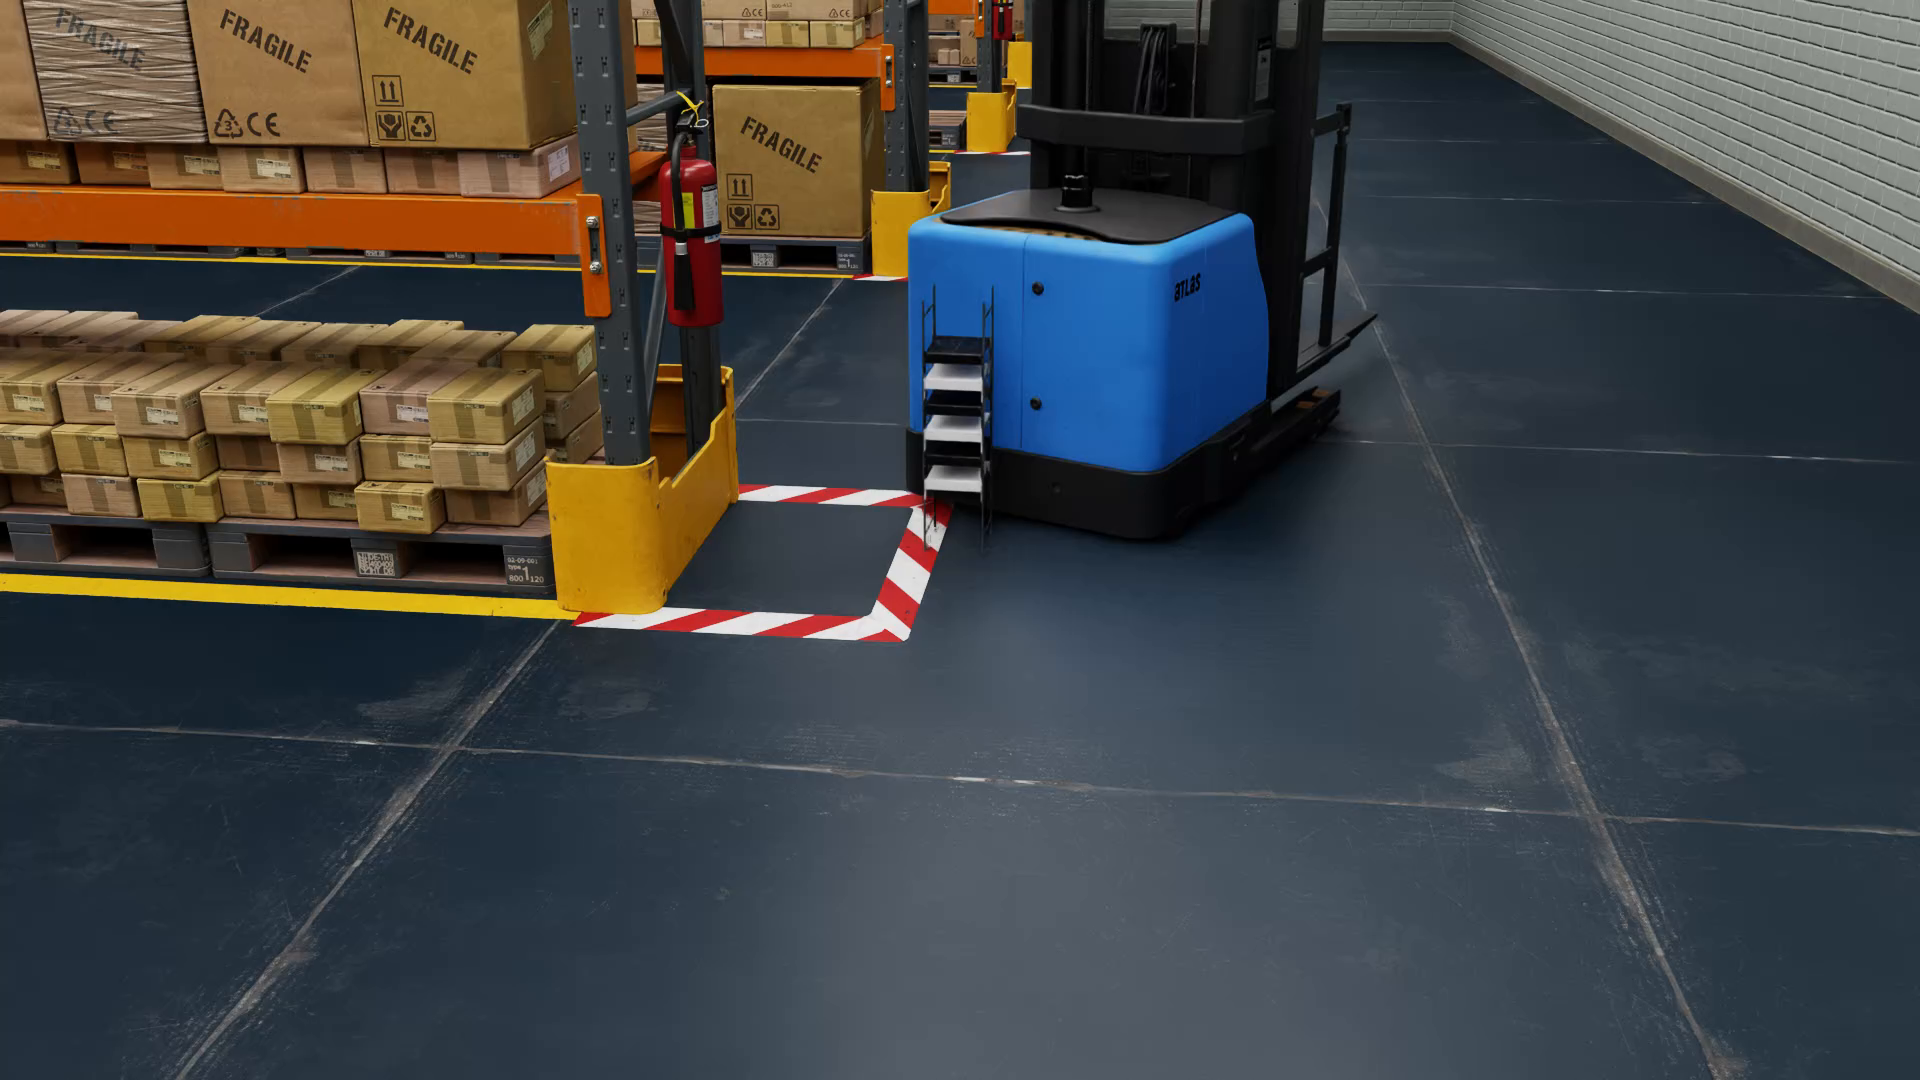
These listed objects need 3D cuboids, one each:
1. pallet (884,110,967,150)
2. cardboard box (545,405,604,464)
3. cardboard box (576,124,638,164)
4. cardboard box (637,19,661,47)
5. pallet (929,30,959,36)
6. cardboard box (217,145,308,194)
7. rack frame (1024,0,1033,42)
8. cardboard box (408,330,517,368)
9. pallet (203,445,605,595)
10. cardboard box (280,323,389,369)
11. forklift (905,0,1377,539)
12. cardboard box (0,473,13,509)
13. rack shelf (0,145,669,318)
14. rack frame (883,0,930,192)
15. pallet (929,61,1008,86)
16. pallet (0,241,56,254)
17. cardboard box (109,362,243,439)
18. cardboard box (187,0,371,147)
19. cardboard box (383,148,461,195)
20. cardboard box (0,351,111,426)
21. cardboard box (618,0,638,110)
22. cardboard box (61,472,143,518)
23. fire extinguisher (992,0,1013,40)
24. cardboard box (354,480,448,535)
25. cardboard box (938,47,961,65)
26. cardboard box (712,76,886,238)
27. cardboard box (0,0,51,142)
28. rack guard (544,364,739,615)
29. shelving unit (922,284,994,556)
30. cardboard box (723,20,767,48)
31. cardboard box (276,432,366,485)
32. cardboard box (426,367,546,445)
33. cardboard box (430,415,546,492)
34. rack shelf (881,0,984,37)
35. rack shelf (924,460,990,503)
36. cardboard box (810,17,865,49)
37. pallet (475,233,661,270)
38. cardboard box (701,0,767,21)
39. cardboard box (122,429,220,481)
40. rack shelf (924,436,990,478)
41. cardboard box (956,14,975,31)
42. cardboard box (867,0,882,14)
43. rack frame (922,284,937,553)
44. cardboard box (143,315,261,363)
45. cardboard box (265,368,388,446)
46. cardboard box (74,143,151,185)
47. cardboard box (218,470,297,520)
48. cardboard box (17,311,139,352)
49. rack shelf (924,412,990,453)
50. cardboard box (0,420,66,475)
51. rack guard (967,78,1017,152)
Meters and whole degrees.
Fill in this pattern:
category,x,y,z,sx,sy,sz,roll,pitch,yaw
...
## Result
category,x,y,z,sx,sy,sz,roll,pitch,yaw
pallet,-0.548,-3.737,15.106,1.213,0.211,1.003,2,22,6
cardboard box,-1.483,-0.379,6.124,0.250,0.149,0.380,3,22,7
cardboard box,-1.284,-1.386,5.708,0.250,0.149,0.380,2,22,6
cardboard box,-1.723,-2.998,9.785,0.250,0.149,0.380,2,22,5
pallet,-0.579,-7.364,24.280,1.213,0.211,1.003,2,22,6
cardboard box,-2.107,-1.196,5.227,0.250,0.149,0.380,3,22,8
rack frame,0.853,-6.793,19.042,0.127,3.000,1.000,2,22,6
cardboard box,-1.769,-0.630,5.952,0.250,0.149,0.380,3,22,7
pallet,-1.879,-0.124,5.967,1.213,0.211,1.003,2,22,6
cardboard box,-2.260,-0.669,6.048,0.250,0.149,0.380,1,22,4
forklift,0.985,-1.861,6.661,1.130,2.935,3.031,12,25,28
cardboard box,-3.356,-0.238,5.768,0.250,0.149,0.380,2,22,5
rack shelf,-2.987,-1.121,5.675,4.000,0.370,1.077,2,22,6
rack frame,-0.317,-3.176,9.893,0.127,3.000,1.000,2,22,6
pallet,-0.014,-5.533,19.649,1.213,0.211,1.003,2,22,6
pallet,-6.279,-2.110,10.990,1.213,0.211,1.003,2,22,6
cardboard box,-2.594,-0.468,5.542,0.250,0.149,0.380,3,22,8
cardboard box,-1.988,-1.504,5.124,0.500,0.500,0.500,2,22,5
cardboard box,-1.600,-1.188,5.207,0.250,0.149,0.380,2,22,6
cardboard box,-3.106,-0.521,5.676,0.250,0.149,0.380,3,22,7
cardboard box,-1.414,-1.675,5.555,0.500,0.500,0.500,4,22,9
cardboard box,-2.844,-0.216,5.712,0.250,0.149,0.380,3,22,7
fire extinguisher,0.362,-4.603,14.114,0.183,0.674,0.296,2,22,6
cardboard box,-1.815,-0.160,5.571,0.250,0.149,0.380,3,22,8
cardboard box,-0.108,-5.664,19.441,0.250,0.166,0.380,2,22,6
cardboard box,-0.962,-2.382,10.203,0.875,0.875,0.875,2,22,6
cardboard box,-2.987,-1.548,5.234,0.500,0.500,0.500,4,22,9
rack guard,-1.076,-0.210,5.792,0.348,0.500,1.175,2,22,6
shelving unit,-0.005,-0.412,5.757,0.210,0.900,0.258,3,22,8
cardboard box,-1.218,-2.976,9.730,0.250,0.149,0.380,3,22,6
cardboard box,-2.075,-0.318,5.566,0.250,0.149,0.380,2,22,4
cardboard box,-1.556,-0.446,5.485,0.250,0.149,0.380,3,22,7
cardboard box,-1.558,-0.296,5.510,0.250,0.149,0.380,2,22,5
rack shelf,-1.720,-4.736,14.819,4.000,0.370,1.077,2,22,6
rack shelf,-0.006,-0.213,5.835,0.200,0.077,0.258,3,22,8
cardboard box,-0.709,-2.954,9.674,0.250,0.149,0.380,3,22,7
pallet,-2.328,-1.939,10.557,1.213,0.211,1.003,2,22,6
cardboard box,-1.333,-3.191,9.730,0.500,0.250,0.500,2,22,5
cardboard box,-2.591,-0.336,5.610,0.250,0.149,0.380,3,22,7
rack shelf,-0.006,-0.297,5.802,0.200,0.077,0.258,3,22,8
cardboard box,0.228,-7.650,24.038,0.500,0.500,0.700,2,22,6
cardboard box,-0.762,-3.364,10.168,0.500,0.250,0.500,2,22,5
rack frame,-0.106,-0.417,5.771,0.006,0.900,0.240,3,22,8
cardboard box,-2.790,-0.712,6.158,0.250,0.149,0.380,3,22,7
cardboard box,-2.071,-0.443,5.477,0.250,0.149,0.380,2,22,5
cardboard box,-2.627,-1.251,5.367,0.250,0.149,0.380,2,22,4
cardboard box,-2.314,-0.209,5.694,0.250,0.149,0.380,3,22,7
cardboard box,-3.285,-0.739,6.226,0.250,0.149,0.380,2,22,4
rack shelf,-0.005,-0.381,5.769,0.200,0.077,0.258,3,22,8
cardboard box,-3.120,-0.355,5.660,0.250,0.149,0.380,3,22,7
rack guard,0.292,-3.826,14.936,0.348,0.500,1.175,2,22,6
